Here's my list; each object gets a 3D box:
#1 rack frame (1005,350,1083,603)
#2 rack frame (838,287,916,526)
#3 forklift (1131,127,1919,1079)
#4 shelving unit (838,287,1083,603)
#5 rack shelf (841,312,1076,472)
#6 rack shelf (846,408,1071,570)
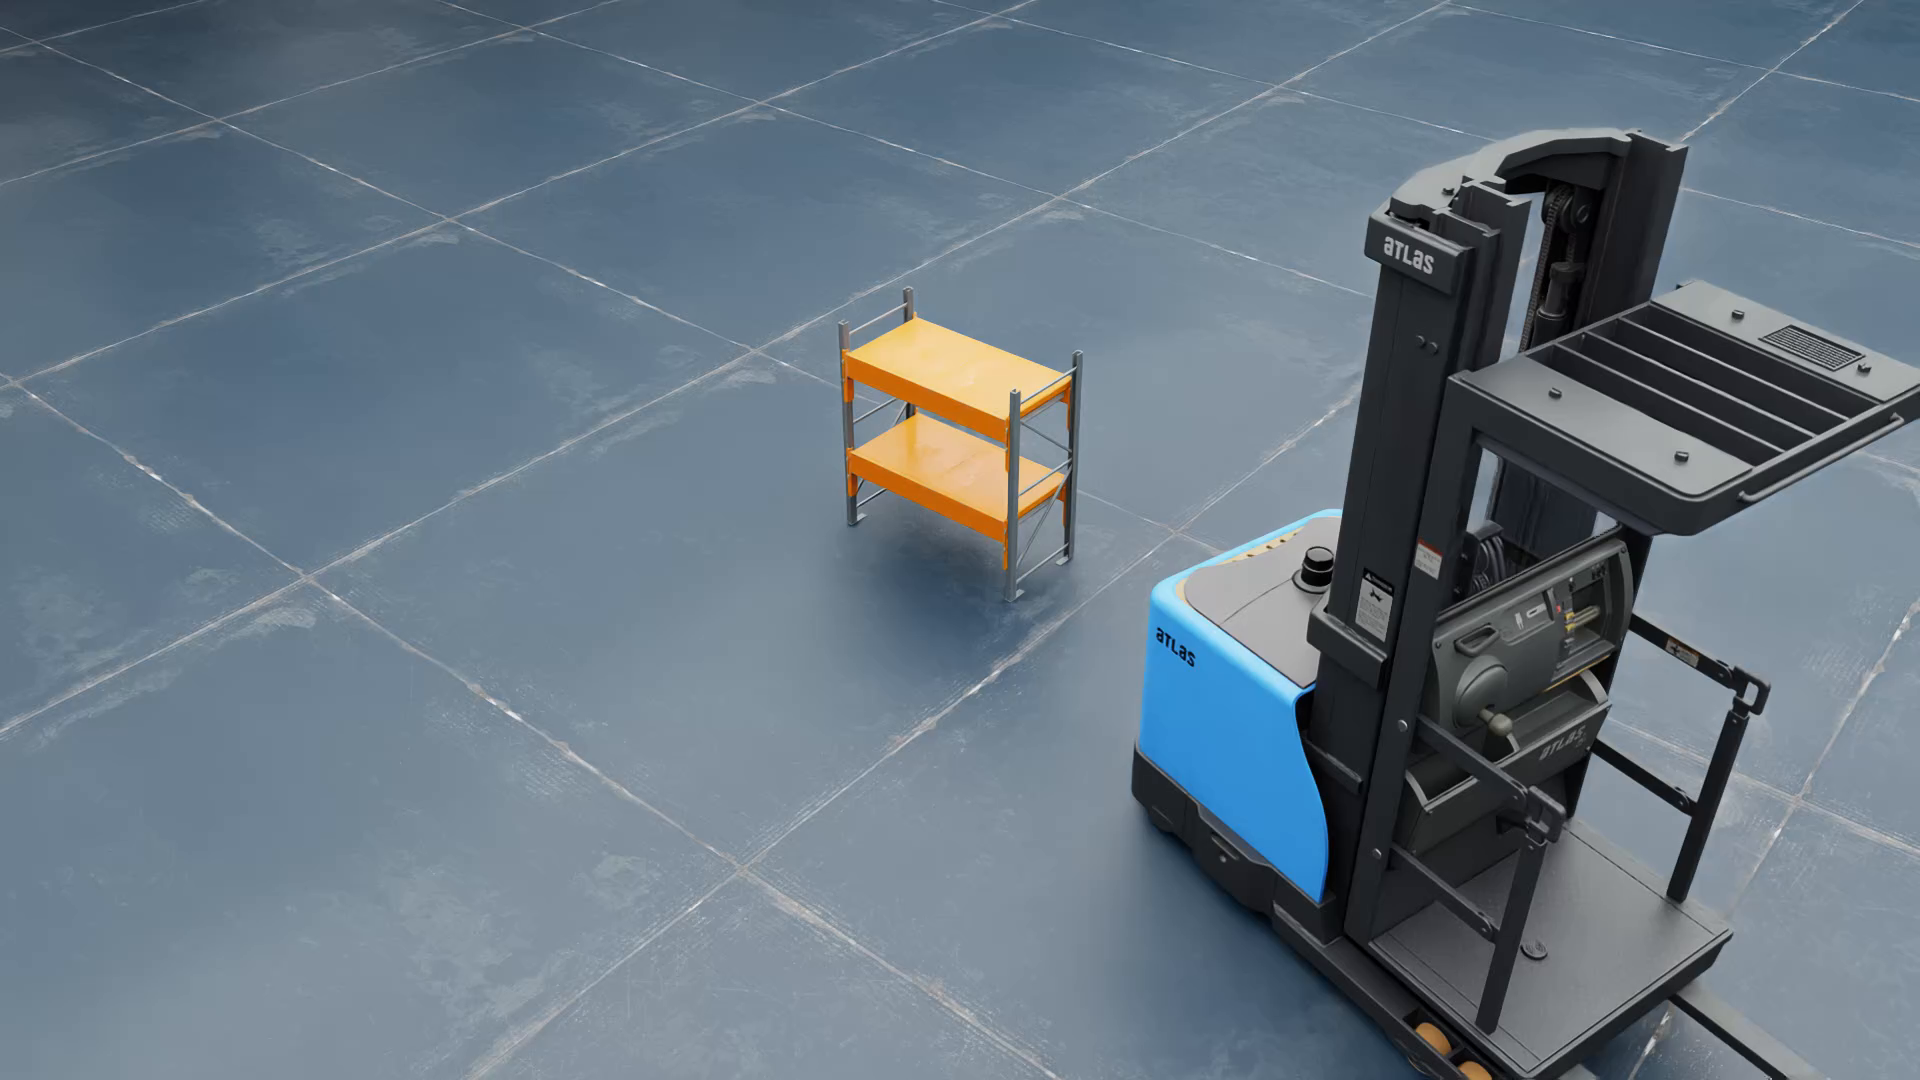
[{"bbox_3d":[0.385,-0.282,7.667,0.032,1.125,0.500,25,42,32],"label":"rack frame"},{"bbox_3d":[-0.396,-0.650,8.203,0.032,1.125,0.500,25,42,32],"label":"rack frame"},{"bbox_3d":[1.938,0.371,5.120,1.130,2.935,3.031,-21,40,-28],"label":"forklift"},{"bbox_3d":[-0.005,-0.466,7.935,1.048,1.125,0.538,25,42,32],"label":"shelving unit"},{"bbox_3d":[-0.005,-0.707,7.769,1.000,0.278,0.538,25,42,32],"label":"rack shelf"},{"bbox_3d":[-0.005,-0.265,8.074,1.000,0.278,0.538,25,42,32],"label":"rack shelf"}]
